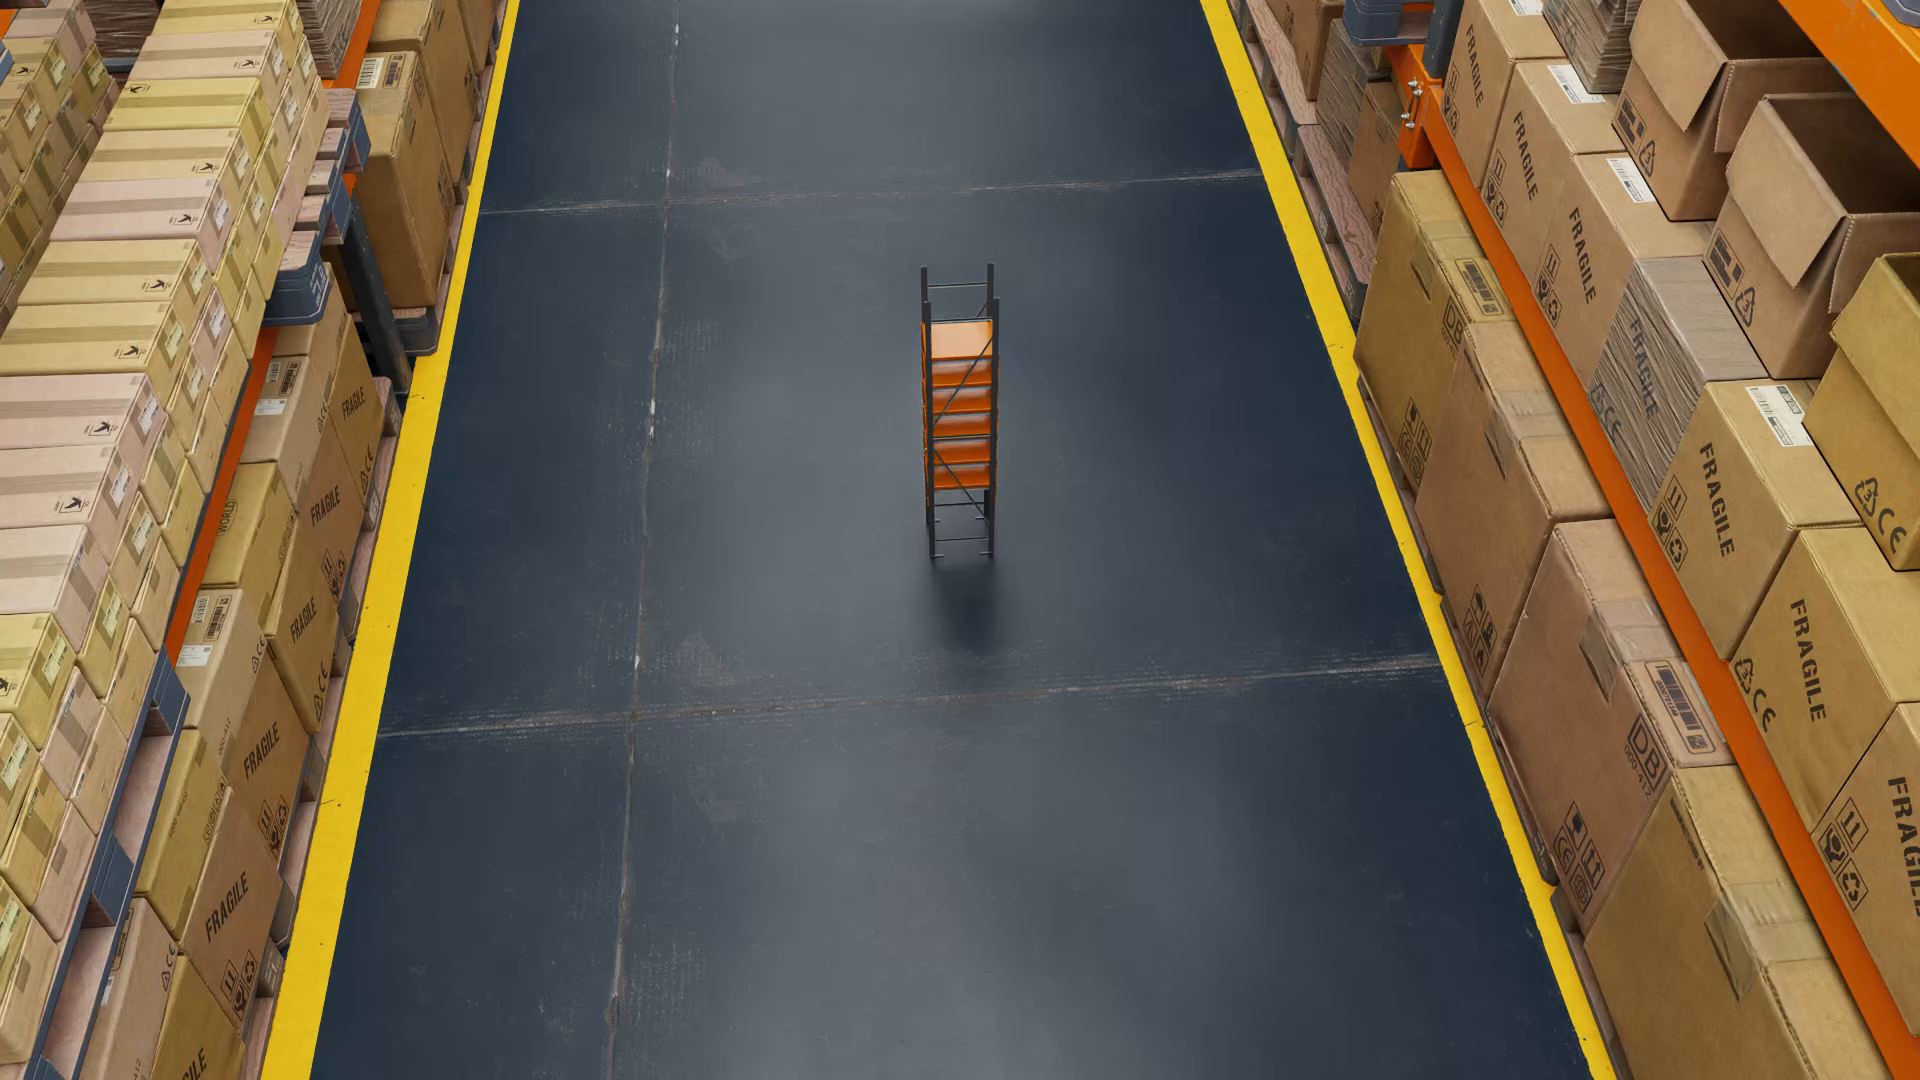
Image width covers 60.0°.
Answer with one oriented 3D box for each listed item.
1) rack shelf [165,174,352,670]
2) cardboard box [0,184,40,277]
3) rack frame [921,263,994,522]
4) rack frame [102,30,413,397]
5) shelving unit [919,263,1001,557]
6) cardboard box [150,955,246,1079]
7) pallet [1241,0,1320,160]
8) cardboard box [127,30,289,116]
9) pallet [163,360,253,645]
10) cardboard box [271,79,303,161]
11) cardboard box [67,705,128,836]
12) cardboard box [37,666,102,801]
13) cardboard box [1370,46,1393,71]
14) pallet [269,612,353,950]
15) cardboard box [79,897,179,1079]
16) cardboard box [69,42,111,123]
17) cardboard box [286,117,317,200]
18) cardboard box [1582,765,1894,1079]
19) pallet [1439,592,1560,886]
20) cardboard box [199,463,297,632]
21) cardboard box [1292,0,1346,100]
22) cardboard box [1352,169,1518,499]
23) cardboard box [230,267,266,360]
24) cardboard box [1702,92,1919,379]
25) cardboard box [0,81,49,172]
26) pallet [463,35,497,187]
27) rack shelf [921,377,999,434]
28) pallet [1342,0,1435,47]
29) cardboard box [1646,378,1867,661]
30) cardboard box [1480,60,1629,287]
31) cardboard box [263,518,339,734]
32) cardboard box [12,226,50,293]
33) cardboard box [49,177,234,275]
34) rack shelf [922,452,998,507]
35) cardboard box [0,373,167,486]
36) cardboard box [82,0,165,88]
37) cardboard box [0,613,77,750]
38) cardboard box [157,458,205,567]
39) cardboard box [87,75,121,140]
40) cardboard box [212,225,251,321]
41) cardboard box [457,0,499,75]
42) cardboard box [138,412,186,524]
[{"bbox_3d":[-2.592,0.059,4.623,1.077,0.370,4.000,-3,47,-3],"label":"rack shelf"},{"bbox_3d":[-2.847,-0.862,4.679,0.380,0.149,0.250,-3,47,-3],"label":"cardboard box"},{"bbox_3d":[-0.009,-0.489,5.887,0.240,1.200,0.006,-3,47,-3],"label":"rack frame"},{"bbox_3d":[-2.760,-1.635,5.733,1.000,3.000,0.127,-3,47,-3],"label":"rack frame"},{"bbox_3d":[-0.001,-0.423,5.824,0.258,1.200,0.189,-3,47,-3],"label":"shelving unit"},{"bbox_3d":[-2.222,1.423,4.268,0.500,0.500,0.500,-2,47,-2],"label":"cardboard box"},{"bbox_3d":[2.028,-2.351,8.331,1.003,0.211,1.213,-3,47,-3],"label":"pallet"},{"bbox_3d":[-2.243,-1.389,4.974,0.380,0.149,0.250,-4,47,-4],"label":"cardboard box"},{"bbox_3d":[-2.553,-0.139,4.448,1.003,0.211,1.213,-3,47,-3],"label":"pallet"},{"bbox_3d":[-2.240,-1.273,5.068,0.380,0.149,0.250,-2,47,-2],"label":"cardboard box"},{"bbox_3d":[-2.045,0.507,3.588,0.380,0.149,0.250,-3,47,-3],"label":"cardboard box"},{"bbox_3d":[-2.045,0.412,3.473,0.380,0.149,0.250,-2,47,-2],"label":"cardboard box"},{"bbox_3d":[2.051,-2.279,7.245,0.500,0.250,0.500,1,47,1],"label":"cardboard box"},{"bbox_3d":[-2.597,0.770,5.376,1.003,0.211,1.213,-3,47,-3],"label":"pallet"},{"bbox_3d":[-2.223,1.165,3.996,0.500,0.250,0.500,-5,47,-5],"label":"cardboard box"},{"bbox_3d":[-2.919,-1.434,5.221,0.380,0.149,0.250,-2,47,-2],"label":"cardboard box"},{"bbox_3d":[-2.241,-1.184,5.190,0.380,0.149,0.250,-4,47,-3],"label":"cardboard box"},{"bbox_3d":[2.453,1.155,4.264,1.225,0.875,0.875,-3,47,-3],"label":"cardboard box"},{"bbox_3d":[2.281,0.551,5.583,1.003,0.211,1.213,-3,47,-3],"label":"pallet"},{"bbox_3d":[-2.361,0.034,5.067,0.500,0.250,0.500,-2,47,-2],"label":"cardboard box"},{"bbox_3d":[2.002,-2.449,7.922,0.700,0.500,0.500,0,47,0],"label":"cardboard box"},{"bbox_3d":[2.228,-0.777,6.094,1.225,0.875,0.875,-5,47,-5],"label":"cardboard box"},{"bbox_3d":[-2.178,-0.623,4.658,0.380,0.149,0.250,-5,47,-5],"label":"cardboard box"},{"bbox_3d":[2.351,-0.756,4.141,0.797,0.503,0.637,-2,47,-2],"label":"cardboard box"},{"bbox_3d":[-2.873,-1.180,4.775,0.380,0.149,0.250,-4,47,-4],"label":"cardboard box"},{"bbox_3d":[-2.850,-2.132,8.124,1.003,0.211,1.213,-3,47,-3],"label":"pallet"},{"bbox_3d":[-0.001,-0.475,5.769,0.258,0.103,0.180,-3,47,-3],"label":"rack shelf"},{"bbox_3d":[2.026,-2.307,6.501,1.213,0.211,1.003,-3,47,-3],"label":"pallet"},{"bbox_3d":[2.130,-0.062,4.174,0.500,0.500,0.500,-4,47,-4],"label":"cardboard box"},{"bbox_3d":[2.006,-1.157,5.211,0.500,0.500,0.500,-5,47,-4],"label":"cardboard box"},{"bbox_3d":[-2.344,0.298,5.334,0.500,0.500,0.500,-5,47,-5],"label":"cardboard box"},{"bbox_3d":[-2.854,-0.773,4.800,0.380,0.149,0.250,-2,47,-1],"label":"cardboard box"},{"bbox_3d":[-2.181,-0.832,4.446,0.380,0.149,0.250,-3,47,-3],"label":"cardboard box"},{"bbox_3d":[-0.001,-0.227,6.031,0.258,0.103,0.180,-3,47,-3],"label":"rack shelf"},{"bbox_3d":[-2.109,-0.252,3.897,0.380,0.149,0.250,-2,47,-2],"label":"cardboard box"},{"bbox_3d":[-3.065,-1.979,5.990,0.500,0.500,0.500,-3,47,-3],"label":"cardboard box"},{"bbox_3d":[-2.048,0.296,3.377,0.380,0.149,0.250,-3,47,-3],"label":"cardboard box"},{"bbox_3d":[-2.114,-0.057,4.121,0.380,0.149,0.250,-4,47,-4],"label":"cardboard box"},{"bbox_3d":[-2.923,-1.357,5.353,0.380,0.149,0.250,-4,47,-4],"label":"cardboard box"},{"bbox_3d":[-2.177,-0.721,4.546,0.380,0.149,0.250,-4,47,-4],"label":"cardboard box"},{"bbox_3d":[-2.876,-2.758,8.056,1.050,0.750,0.750,-3,47,-3],"label":"cardboard box"},{"bbox_3d":[-2.114,-0.163,4.018,0.380,0.149,0.250,-4,47,-4],"label":"cardboard box"}]
